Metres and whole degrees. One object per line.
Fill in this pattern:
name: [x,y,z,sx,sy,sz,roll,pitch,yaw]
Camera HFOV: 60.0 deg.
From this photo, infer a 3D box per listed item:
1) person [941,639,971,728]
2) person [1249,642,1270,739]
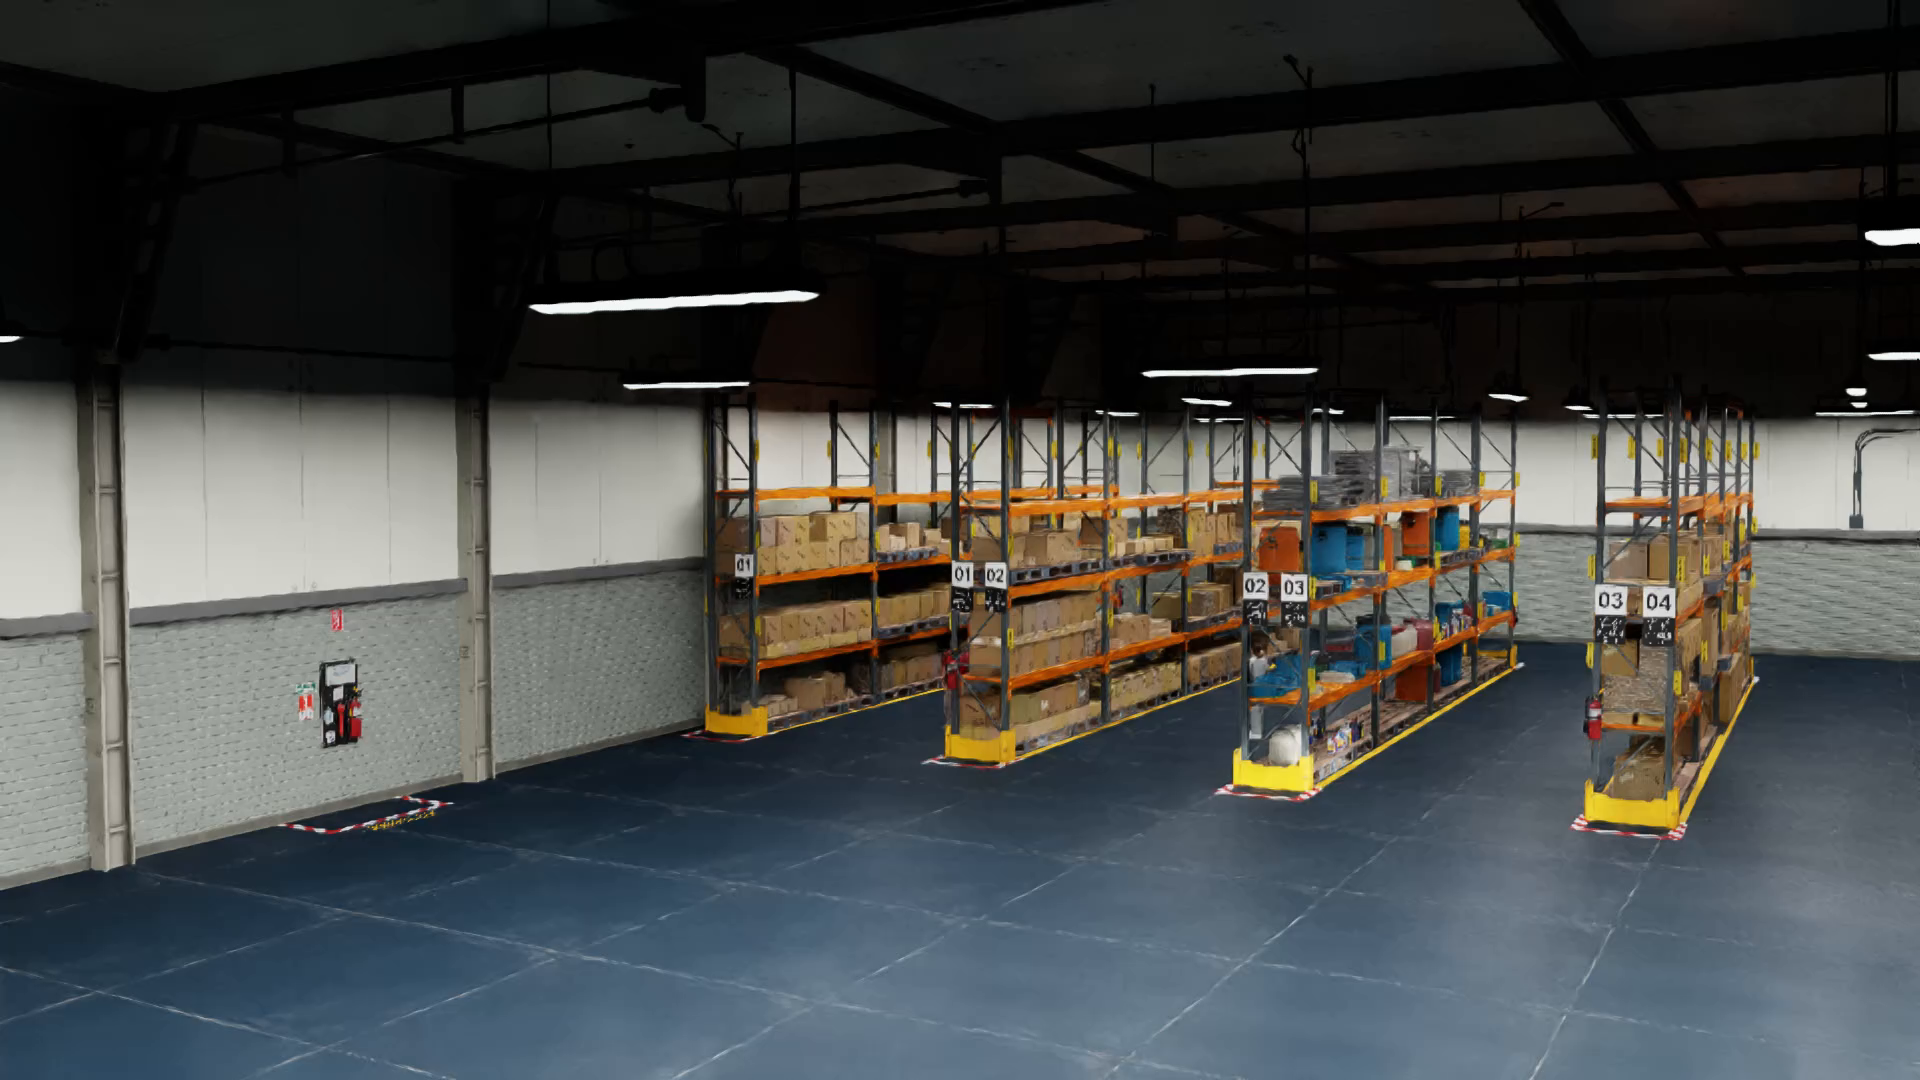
person: [-0.046,2.566,29.684,0.682,1.676,0.520,2,3,27]
person: [5.135,2.591,28.861,0.563,1.668,0.569,-2,4,-29]
